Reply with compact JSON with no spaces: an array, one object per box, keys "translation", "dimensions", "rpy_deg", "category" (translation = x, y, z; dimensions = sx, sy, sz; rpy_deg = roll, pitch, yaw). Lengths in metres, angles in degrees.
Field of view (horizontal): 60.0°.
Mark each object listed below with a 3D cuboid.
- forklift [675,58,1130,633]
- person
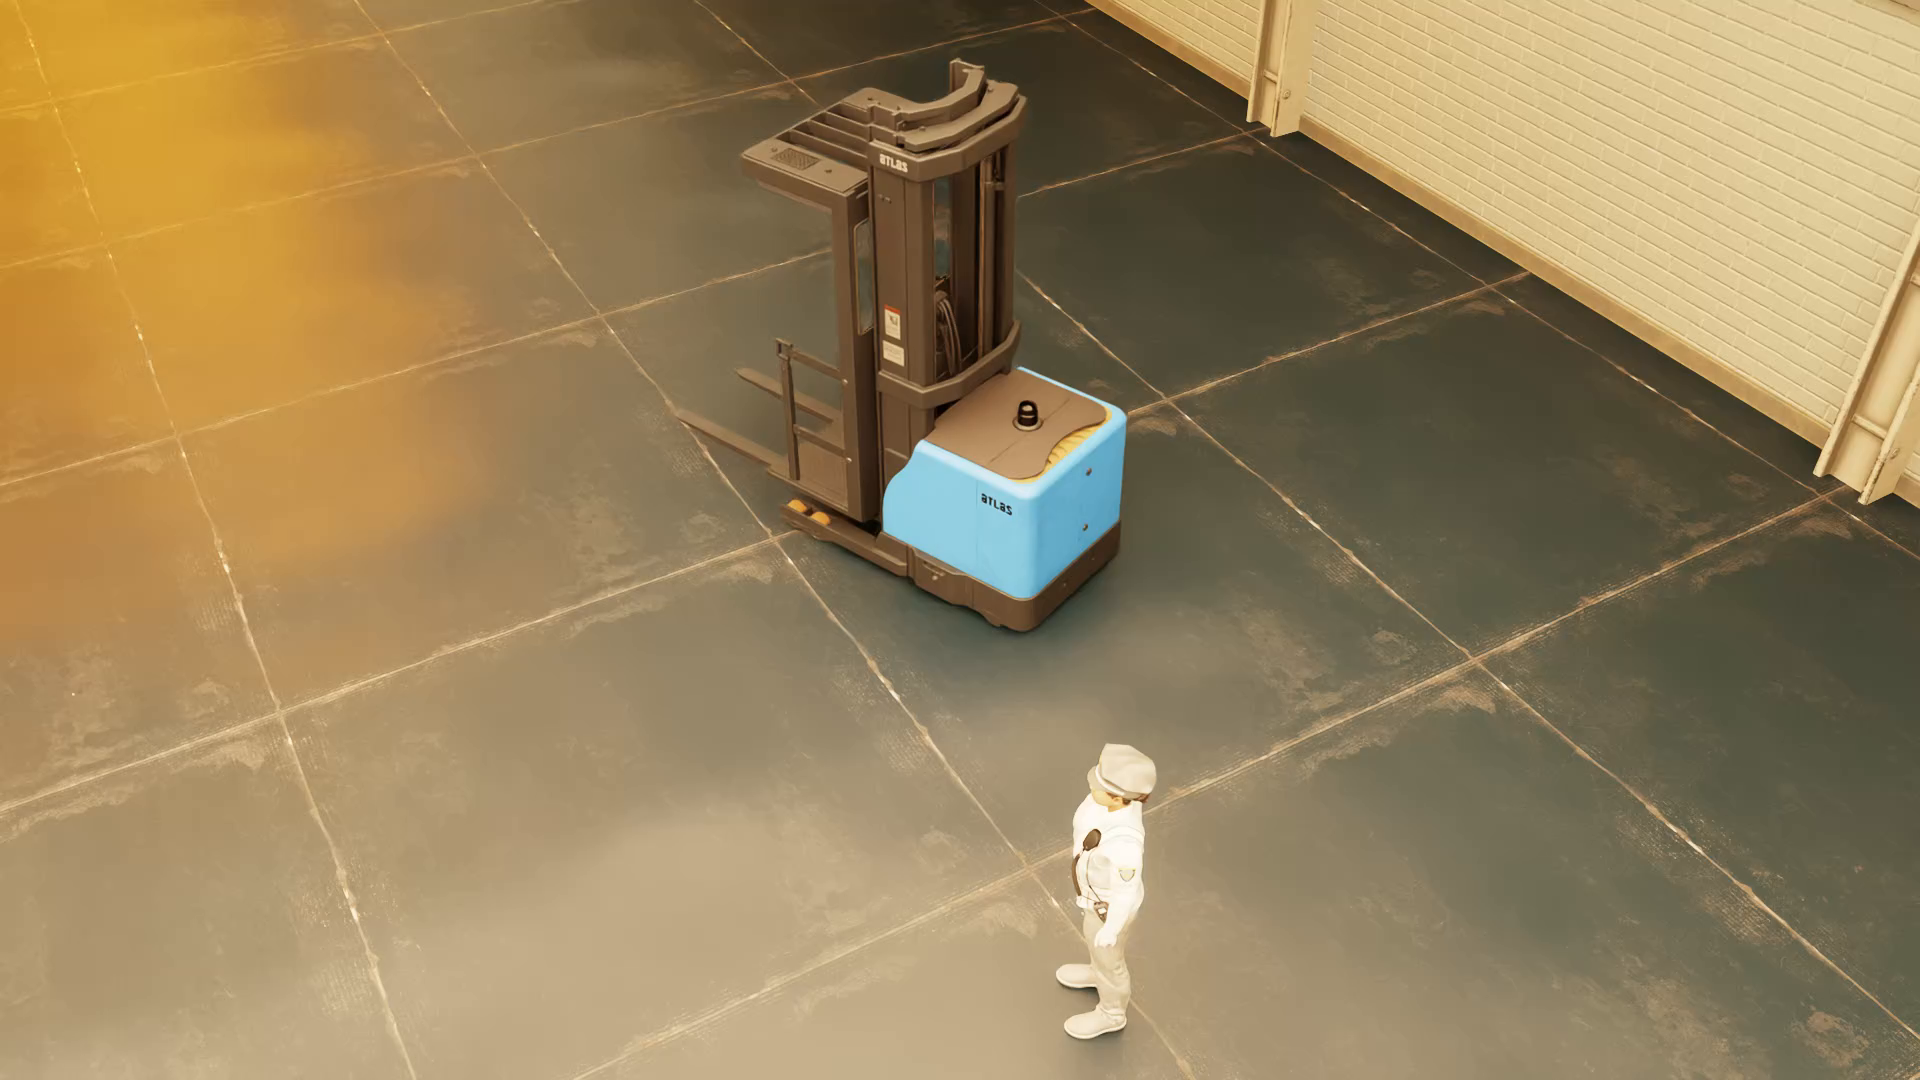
[{"translation":[-0.481,-1.366,9.683],"dimensions":[3.031,2.935,1.130],"rpy_deg":[26,46,28],"category":"forklift"},{"translation":[0.636,1.523,7.174],"dimensions":[0.355,1.694,0.464],"rpy_deg":[-1,40,-1],"category":"person"}]
